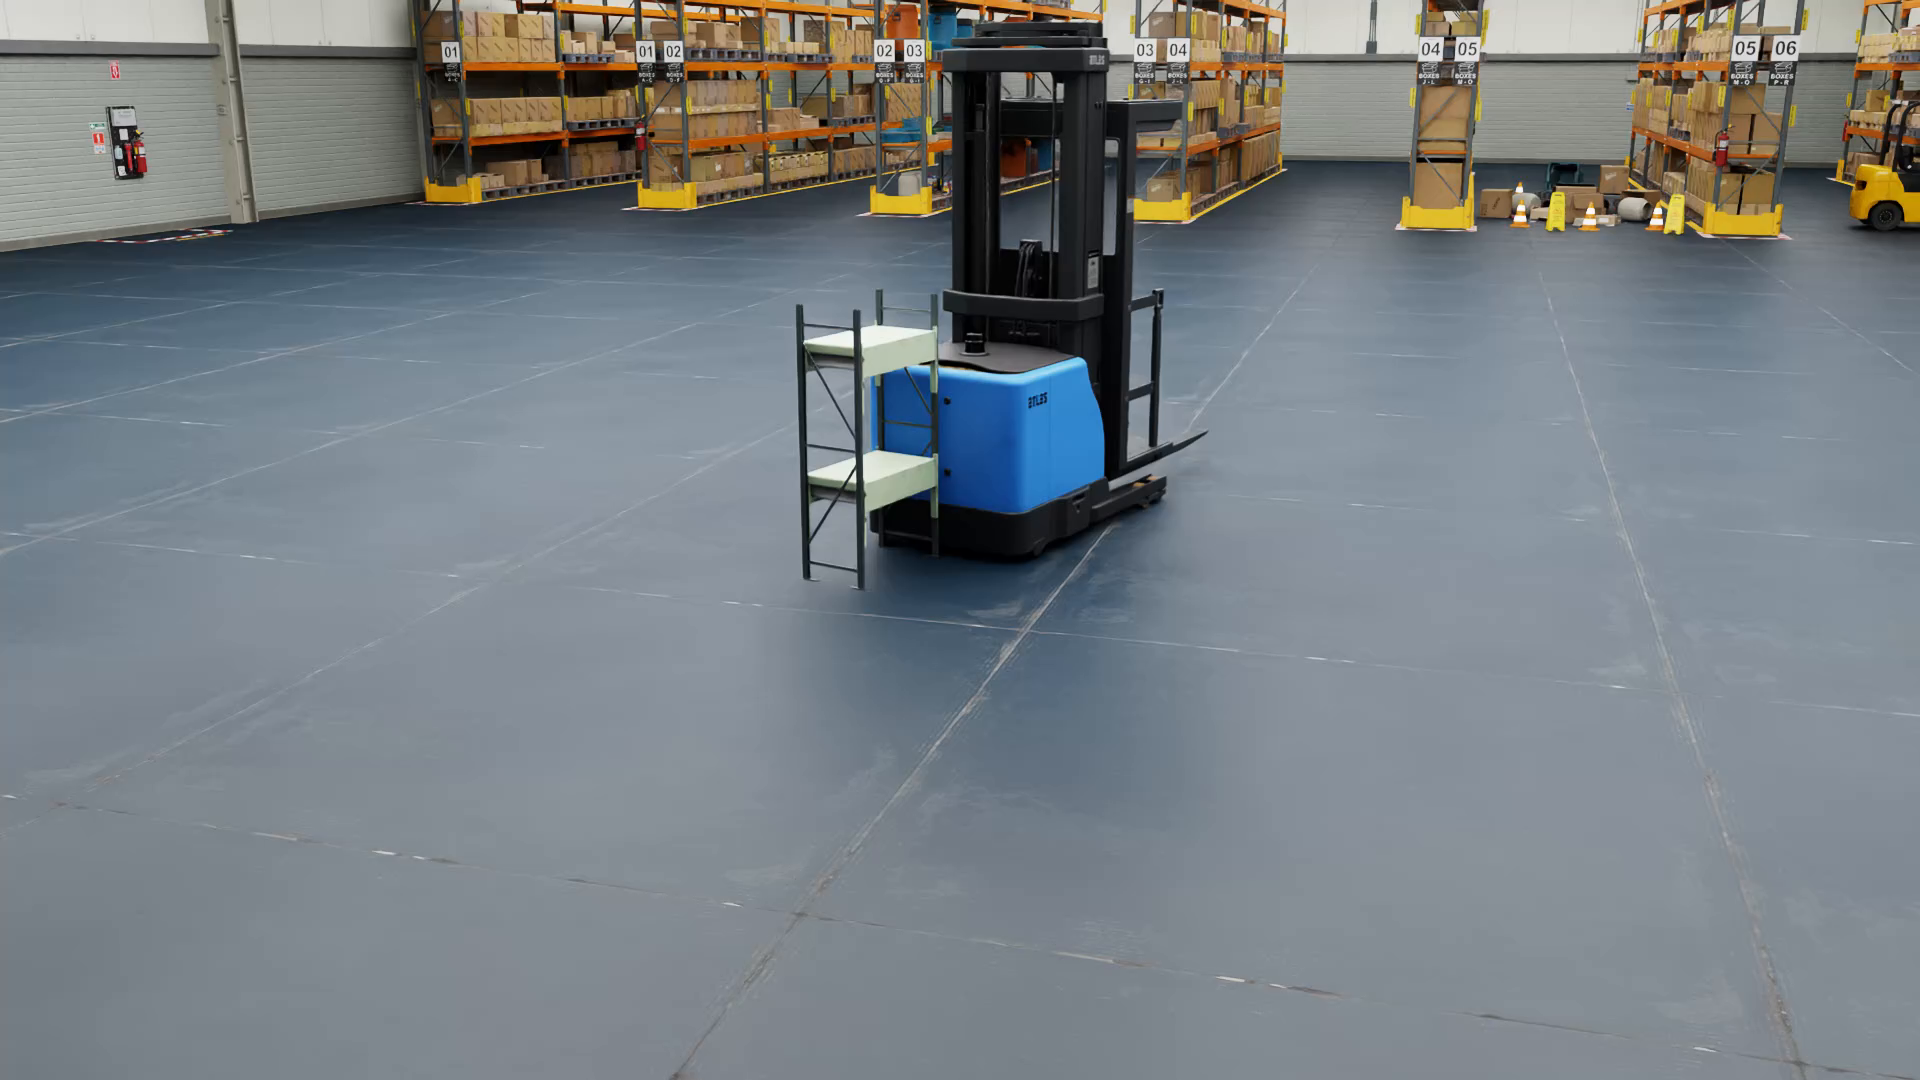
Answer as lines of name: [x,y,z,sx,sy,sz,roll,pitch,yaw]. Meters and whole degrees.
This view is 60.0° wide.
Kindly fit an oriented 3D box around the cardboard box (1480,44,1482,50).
cardboard box: [10.627,-10.393,34.689,0.500,0.311,0.500,5,16,16]

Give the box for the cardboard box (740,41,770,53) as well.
cardboard box: [-4.540,-10.907,36.794,0.500,0.250,0.500,6,17,22]

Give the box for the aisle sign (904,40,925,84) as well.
aisle sign: [-0.853,-8.951,31.126,0.394,0.787,0.004,5,16,16]

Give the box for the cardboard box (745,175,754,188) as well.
cardboard box: [-4.798,-7.784,36.047,0.500,0.250,0.500,5,16,16]

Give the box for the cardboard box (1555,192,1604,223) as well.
cardboard box: [11.209,-6.044,30.217,0.797,0.503,0.637,-7,17,-23]

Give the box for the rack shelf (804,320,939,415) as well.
rack shelf: [-0.488,-0.939,8.961,0.431,0.370,0.720,10,18,30]

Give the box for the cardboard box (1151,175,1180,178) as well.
cardboard box: [3.966,-6.678,31.689,0.500,0.500,0.500,10,18,30]

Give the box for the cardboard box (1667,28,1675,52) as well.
cardboard box: [15.510,-10.649,35.428,0.700,0.500,0.500,4,16,13]

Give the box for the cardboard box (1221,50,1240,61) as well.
cardboard box: [5.736,-10.416,35.834,0.500,0.250,0.500,5,17,17]

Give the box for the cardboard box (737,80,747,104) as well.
cardboard box: [-4.987,-9.597,35.607,0.700,0.500,0.500,5,16,16]

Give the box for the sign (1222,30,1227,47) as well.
sign: [5.295,-10.056,33.342,0.100,0.325,0.005,5,16,16]

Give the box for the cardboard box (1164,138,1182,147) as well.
cardboard box: [3.945,-7.293,30.505,0.380,0.149,0.250,5,16,16]

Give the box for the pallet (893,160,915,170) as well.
pallet: [-1.910,-10.425,46.196,1.003,0.211,1.213,5,16,16]

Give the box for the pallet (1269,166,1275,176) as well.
pallet: [7.682,-9.669,43.531,1.003,0.211,1.213,5,16,16]

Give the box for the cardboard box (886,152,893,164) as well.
cardboard box: [-2.124,-10.278,44.689,0.500,0.311,0.500,5,16,16]

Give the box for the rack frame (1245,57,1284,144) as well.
rack frame: [8.183,-11.544,45.031,1.000,3.000,0.127,5,16,16]

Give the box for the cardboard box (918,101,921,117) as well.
cardboard box: [-1.324,-12.087,46.763,0.500,0.500,0.500,5,17,16]

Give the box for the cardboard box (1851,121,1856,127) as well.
cardboard box: [22.088,-10.206,40.775,0.380,0.149,0.250,4,16,15]

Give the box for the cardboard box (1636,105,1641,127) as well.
cardboard box: [16.994,-10.454,41.006,0.500,0.500,0.500,5,16,16]

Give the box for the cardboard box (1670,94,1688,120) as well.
cardboard box: [15.061,-8.976,34.480,0.500,0.500,0.500,4,16,14]

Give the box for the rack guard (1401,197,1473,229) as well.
rack guard: [8.356,-5.738,29.143,1.175,0.500,0.348,5,16,16]

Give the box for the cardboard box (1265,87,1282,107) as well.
cardboard box: [8.296,-11.828,44.388,0.500,0.500,0.500,5,17,17]

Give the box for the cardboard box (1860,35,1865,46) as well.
cardboard box: [22.077,-12.049,40.130,0.500,0.250,0.500,4,16,15]

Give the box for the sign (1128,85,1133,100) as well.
sign: [3.109,-8.115,30.242,0.100,0.325,0.005,5,16,16]

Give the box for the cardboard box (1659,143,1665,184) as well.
cardboard box: [15.944,-8.270,36.612,0.875,0.875,0.875,5,17,17]

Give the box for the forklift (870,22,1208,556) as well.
forklift: [0.673,-1.670,10.344,1.130,2.935,3.031,10,18,30]

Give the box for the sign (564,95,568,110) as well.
sign: [-8.952,-9.933,37.766,0.100,0.325,0.005,5,16,16]

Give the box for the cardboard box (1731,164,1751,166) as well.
cardboard box: [14.363,-6.700,30.850,0.500,0.500,0.500,4,16,15]

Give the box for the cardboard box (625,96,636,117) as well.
cardboard box: [-8.462,-10.739,41.205,0.700,0.500,0.500,3,16,9]

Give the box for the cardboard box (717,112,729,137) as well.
cardboard box: [-5.279,-8.702,34.827,0.700,0.500,0.500,5,17,18]

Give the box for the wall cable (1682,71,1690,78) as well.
wall cable: [20.627,-12.634,47.014,0.588,1.984,0.122,5,16,16]

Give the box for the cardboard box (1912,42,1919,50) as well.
cardboard box: [20.429,-10.466,35.241,0.380,0.149,0.250,5,17,17]

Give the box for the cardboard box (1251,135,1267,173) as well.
cardboard box: [6.883,-9.508,40.979,1.225,0.875,0.875,5,16,16]

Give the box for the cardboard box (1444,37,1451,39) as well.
cardboard box: [8.807,-9.387,30.707,0.500,0.250,0.500,4,16,15]

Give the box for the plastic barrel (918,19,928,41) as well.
plastic barrel: [-0.911,-9.786,32.221,0.600,0.588,0.600,0,16,0]

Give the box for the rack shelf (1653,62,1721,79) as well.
rack shelf: [15.979,-10.303,36.477,1.077,0.370,4.000,5,16,16]

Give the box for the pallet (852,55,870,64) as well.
pallet: [-2.995,-12.182,42.130,1.213,0.211,1.003,5,16,16]

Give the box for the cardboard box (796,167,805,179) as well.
cardboard box: [-3.936,-8.541,38.715,0.500,0.250,0.500,5,17,17]

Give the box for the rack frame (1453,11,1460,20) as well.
rack frame: [12.909,-14.019,42.764,1.000,3.000,0.127,5,16,16]

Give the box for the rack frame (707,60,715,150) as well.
rack frame: [-7.201,-11.650,45.405,1.000,3.000,0.127,5,16,16]

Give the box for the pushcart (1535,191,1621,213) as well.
pushcart: [12.074,-6.538,32.189,1.648,0.377,0.936,-1,16,-3]

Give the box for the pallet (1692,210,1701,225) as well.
pallet: [13.772,-5.796,29.876,1.003,0.211,1.213,5,16,16]

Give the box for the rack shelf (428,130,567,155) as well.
rack shelf: [-10.043,-8.687,36.279,1.077,0.370,4.000,5,16,16]

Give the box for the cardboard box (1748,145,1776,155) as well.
cardboard box: [13.432,-6.541,27.855,0.380,0.149,0.250,5,16,16]

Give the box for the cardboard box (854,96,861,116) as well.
cardboard box: [-2.894,-11.050,42.336,0.700,0.500,0.500,1,16,2]

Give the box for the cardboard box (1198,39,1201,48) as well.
cardboard box: [4.275,-9.240,30.955,0.380,0.149,0.250,5,16,16]

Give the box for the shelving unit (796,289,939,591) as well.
shelving unit: [-0.488,-0.564,9.068,0.431,1.500,0.755,10,18,30]

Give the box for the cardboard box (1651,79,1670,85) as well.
cardboard box: [16.330,-10.675,38.765,0.380,0.149,0.250,4,16,15]

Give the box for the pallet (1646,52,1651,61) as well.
pallet: [17.139,-11.661,40.109,1.003,0.211,1.213,5,16,16]

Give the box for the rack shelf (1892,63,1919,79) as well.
rack shelf: [20.739,-9.919,35.123,1.077,0.370,4.000,5,16,16]

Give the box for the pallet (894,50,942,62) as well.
pallet: [-0.784,-9.303,31.980,1.003,0.211,1.213,5,16,16]

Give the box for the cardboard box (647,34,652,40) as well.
cardboard box: [-8.155,-12.580,42.198,0.700,0.500,0.500,4,16,13]

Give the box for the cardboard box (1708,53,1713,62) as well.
cardboard box: [13.500,-8.565,29.493,0.380,0.149,0.250,4,16,15]

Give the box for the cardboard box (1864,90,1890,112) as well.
cardboard box: [21.631,-10.333,39.117,0.500,0.500,0.500,5,17,17]

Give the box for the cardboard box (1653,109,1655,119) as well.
cardboard box: [16.031,-9.665,37.767,0.500,0.250,0.500,5,17,17]
